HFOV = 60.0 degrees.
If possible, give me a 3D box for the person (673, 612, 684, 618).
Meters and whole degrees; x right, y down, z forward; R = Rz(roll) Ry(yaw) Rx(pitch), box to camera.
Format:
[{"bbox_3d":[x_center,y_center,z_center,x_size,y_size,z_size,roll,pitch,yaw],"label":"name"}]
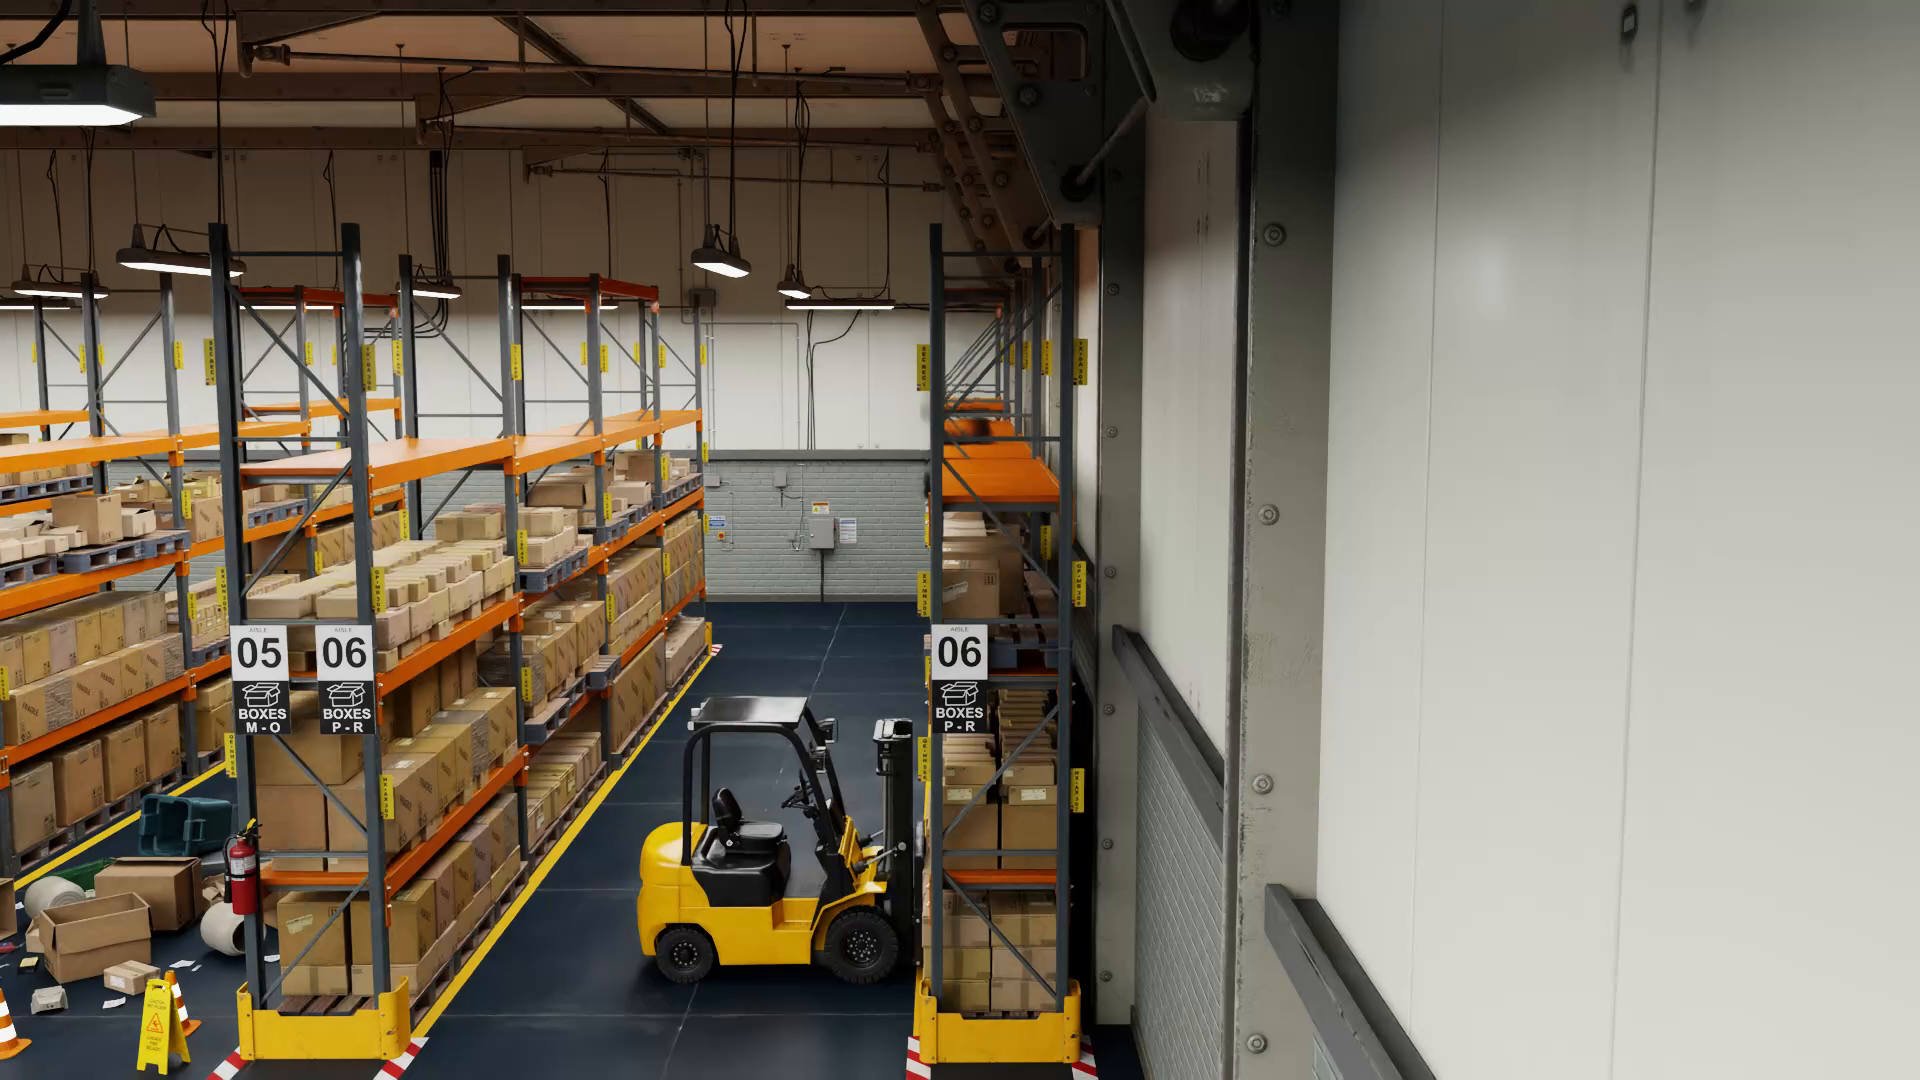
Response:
[{"bbox_3d":[-5.200,0.924,29.245,0.847,1.710,0.626,2,7,15],"label":"person"}]
